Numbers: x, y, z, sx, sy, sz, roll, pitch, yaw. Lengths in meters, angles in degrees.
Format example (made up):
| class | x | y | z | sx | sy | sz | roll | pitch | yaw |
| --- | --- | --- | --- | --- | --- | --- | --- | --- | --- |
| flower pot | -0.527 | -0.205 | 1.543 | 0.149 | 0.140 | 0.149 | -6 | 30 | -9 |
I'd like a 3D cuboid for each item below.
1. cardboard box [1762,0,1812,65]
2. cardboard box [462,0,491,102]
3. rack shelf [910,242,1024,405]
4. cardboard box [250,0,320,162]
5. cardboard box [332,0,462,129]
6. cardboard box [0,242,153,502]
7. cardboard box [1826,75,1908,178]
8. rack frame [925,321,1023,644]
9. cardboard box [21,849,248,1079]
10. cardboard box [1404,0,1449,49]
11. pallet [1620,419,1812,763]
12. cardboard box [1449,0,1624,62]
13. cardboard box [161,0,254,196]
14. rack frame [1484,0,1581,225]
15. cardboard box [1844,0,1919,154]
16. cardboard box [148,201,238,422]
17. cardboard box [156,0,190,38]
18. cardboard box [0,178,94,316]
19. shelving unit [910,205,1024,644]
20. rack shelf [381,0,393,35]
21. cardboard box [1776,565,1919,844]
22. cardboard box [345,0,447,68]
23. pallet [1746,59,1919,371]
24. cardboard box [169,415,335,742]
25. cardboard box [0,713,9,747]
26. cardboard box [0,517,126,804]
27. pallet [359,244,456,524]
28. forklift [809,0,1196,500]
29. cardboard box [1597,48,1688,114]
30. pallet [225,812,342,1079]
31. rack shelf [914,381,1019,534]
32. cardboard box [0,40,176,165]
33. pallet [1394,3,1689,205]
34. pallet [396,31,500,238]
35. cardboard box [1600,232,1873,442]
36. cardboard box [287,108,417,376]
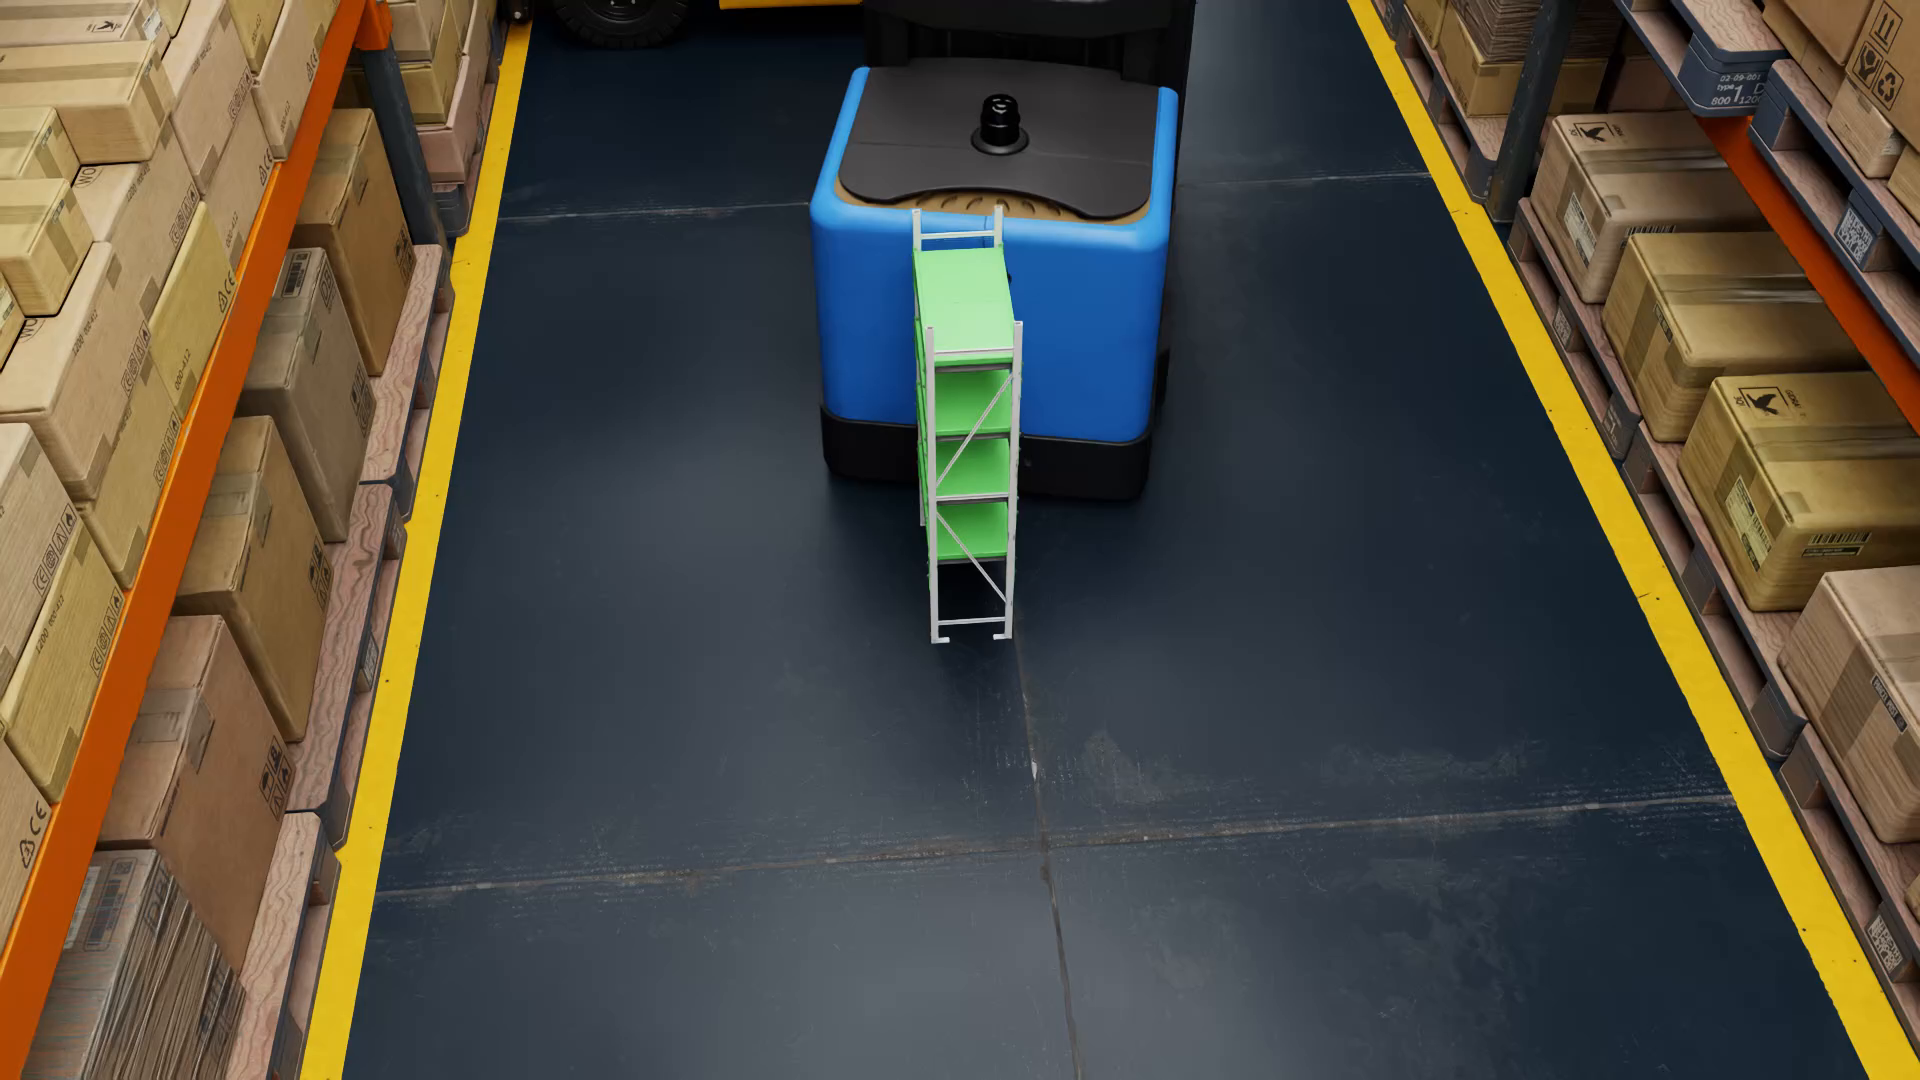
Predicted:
| class | x | y | z | sx | sy | sz | roll | pitch | yaw |
| --- | --- | --- | --- | --- | --- | --- | --- | --- | --- |
| cardboard box | 2.368 | -1.386 | 4.381 | 0.380 | 0.149 | 0.250 | -3 | 47 | -3 |
| cardboard box | -2.170 | -1.949 | 6.634 | 0.500 | 0.250 | 0.500 | -4 | 47 | -4 |
| rack shelf | 0.014 | -0.579 | 4.399 | 0.258 | 0.148 | 0.480 | -3 | 47 | -3 |
| cardboard box | -2.051 | -1.250 | 4.471 | 0.500 | 0.250 | 0.500 | -4 | 47 | -4 |
| cardboard box | -2.135 | -1.753 | 6.104 | 0.500 | 0.250 | 0.500 | -4 | 47 | -3 |
| cardboard box | -1.927 | -0.318 | 3.244 | 0.500 | 0.250 | 0.500 | -5 | 47 | -4 |
| cardboard box | 2.357 | -1.012 | 4.026 | 0.380 | 0.149 | 0.250 | -2 | 47 | -2 |
| rack frame | 0.034 | -0.116 | 4.534 | 0.240 | 1.200 | 0.015 | -3 | 47 | -3 |
| cardboard box | -2.105 | 1.101 | 3.488 | 0.875 | 0.625 | 0.625 | -2 | 47 | -2 |
| cardboard box | 2.172 | -2.313 | 6.979 | 0.500 | 0.250 | 0.500 | -5 | 47 | -4 |
| pallet | 2.716 | 0.089 | 5.020 | 1.003 | 0.211 | 1.213 | -3 | 47 | -3 |
| cardboard box | 2.227 | -2.186 | 6.343 | 0.500 | 0.500 | 0.500 | -4 | 47 | -4 |
| cardboard box | -2.019 | -1.052 | 3.939 | 0.500 | 0.250 | 0.500 | -3 | 47 | -3 |
| rack frame | 2.544 | -2.318 | 5.379 | 1.000 | 3.000 | 0.127 | -3 | 47 | -3 |
| cardboard box | 2.422 | -1.150 | 3.710 | 0.500 | 0.500 | 0.500 | -5 | 47 | -5 |
| cardboard box | -1.989 | -0.515 | 3.776 | 0.500 | 0.250 | 0.500 | -2 | 47 | -2 |
| cardboard box | -2.031 | -1.296 | 3.896 | 0.380 | 0.149 | 0.250 | -4 | 47 | -4 |
| cardboard box | -1.918 | -0.558 | 3.197 | 0.380 | 0.149 | 0.250 | -3 | 47 | -2 |
| shelving unit | 0.014 | -0.293 | 4.701 | 0.258 | 1.200 | 0.503 | -3 | 47 | -3 |
| rack shelf | -2.569 | -3.213 | 6.722 | 1.077 | 0.370 | 4.000 | -3 | 47 | -3 |
| cardboard box | 2.772 | 0.393 | 4.333 | 0.950 | 0.372 | 0.625 | -4 | 47 | -4 |
| cardboard box | -2.129 | -1.925 | 5.923 | 0.500 | 0.250 | 0.500 | -4 | 47 | -4 |
| pallet | 2.673 | -0.787 | 4.062 | 1.003 | 0.211 | 1.213 | -3 | 47 | -3 |
| cardboard box | -2.225 | 0.141 | 4.396 | 0.875 | 0.625 | 0.625 | -5 | 47 | -5 |
| cardboard box | -1.836 | 0.423 | 2.542 | 0.500 | 0.250 | 0.500 | -4 | 47 | -3 |
| cardboard box | -1.898 | 0.232 | 3.067 | 0.500 | 0.250 | 0.500 | -4 | 47 | -4 |
| pallet | -2.301 | -0.524 | 5.601 | 1.003 | 0.211 | 1.213 | -3 | 47 | -3 |
| forklift | 0.256 | -2.214 | 5.328 | 1.130 | 2.935 | 3.031 | 5 | 47 | 5 |
| cardboard box | 2.764 | -1.960 | 6.645 | 0.500 | 0.250 | 0.500 | -5 | 47 | -5 |
| pallet | -2.097 | 1.242 | 3.929 | 1.003 | 0.211 | 1.213 | -3 | 47 | -3 |
| rack shelf | 0.014 | -0.249 | 4.747 | 0.258 | 0.148 | 0.480 | -3 | 47 | -3 |
| cardboard box | -1.916 | -0.927 | 3.547 | 0.380 | 0.149 | 0.250 | -5 | 47 | -4 |
| pallet | 2.453 | -1.843 | 6.850 | 1.003 | 0.211 | 1.213 | -3 | 47 | -3 |
| pallet | -2.426 | -1.632 | 6.651 | 1.003 | 0.211 | 1.213 | -3 | 47 | -3 |
| cardboard box | 2.654 | -0.659 | 5.329 | 0.950 | 0.372 | 0.625 | -1 | 47 | -1 |
| cardboard box | -2.347 | -0.964 | 5.444 | 0.875 | 0.625 | 0.625 | -2 | 47 | -2 |
